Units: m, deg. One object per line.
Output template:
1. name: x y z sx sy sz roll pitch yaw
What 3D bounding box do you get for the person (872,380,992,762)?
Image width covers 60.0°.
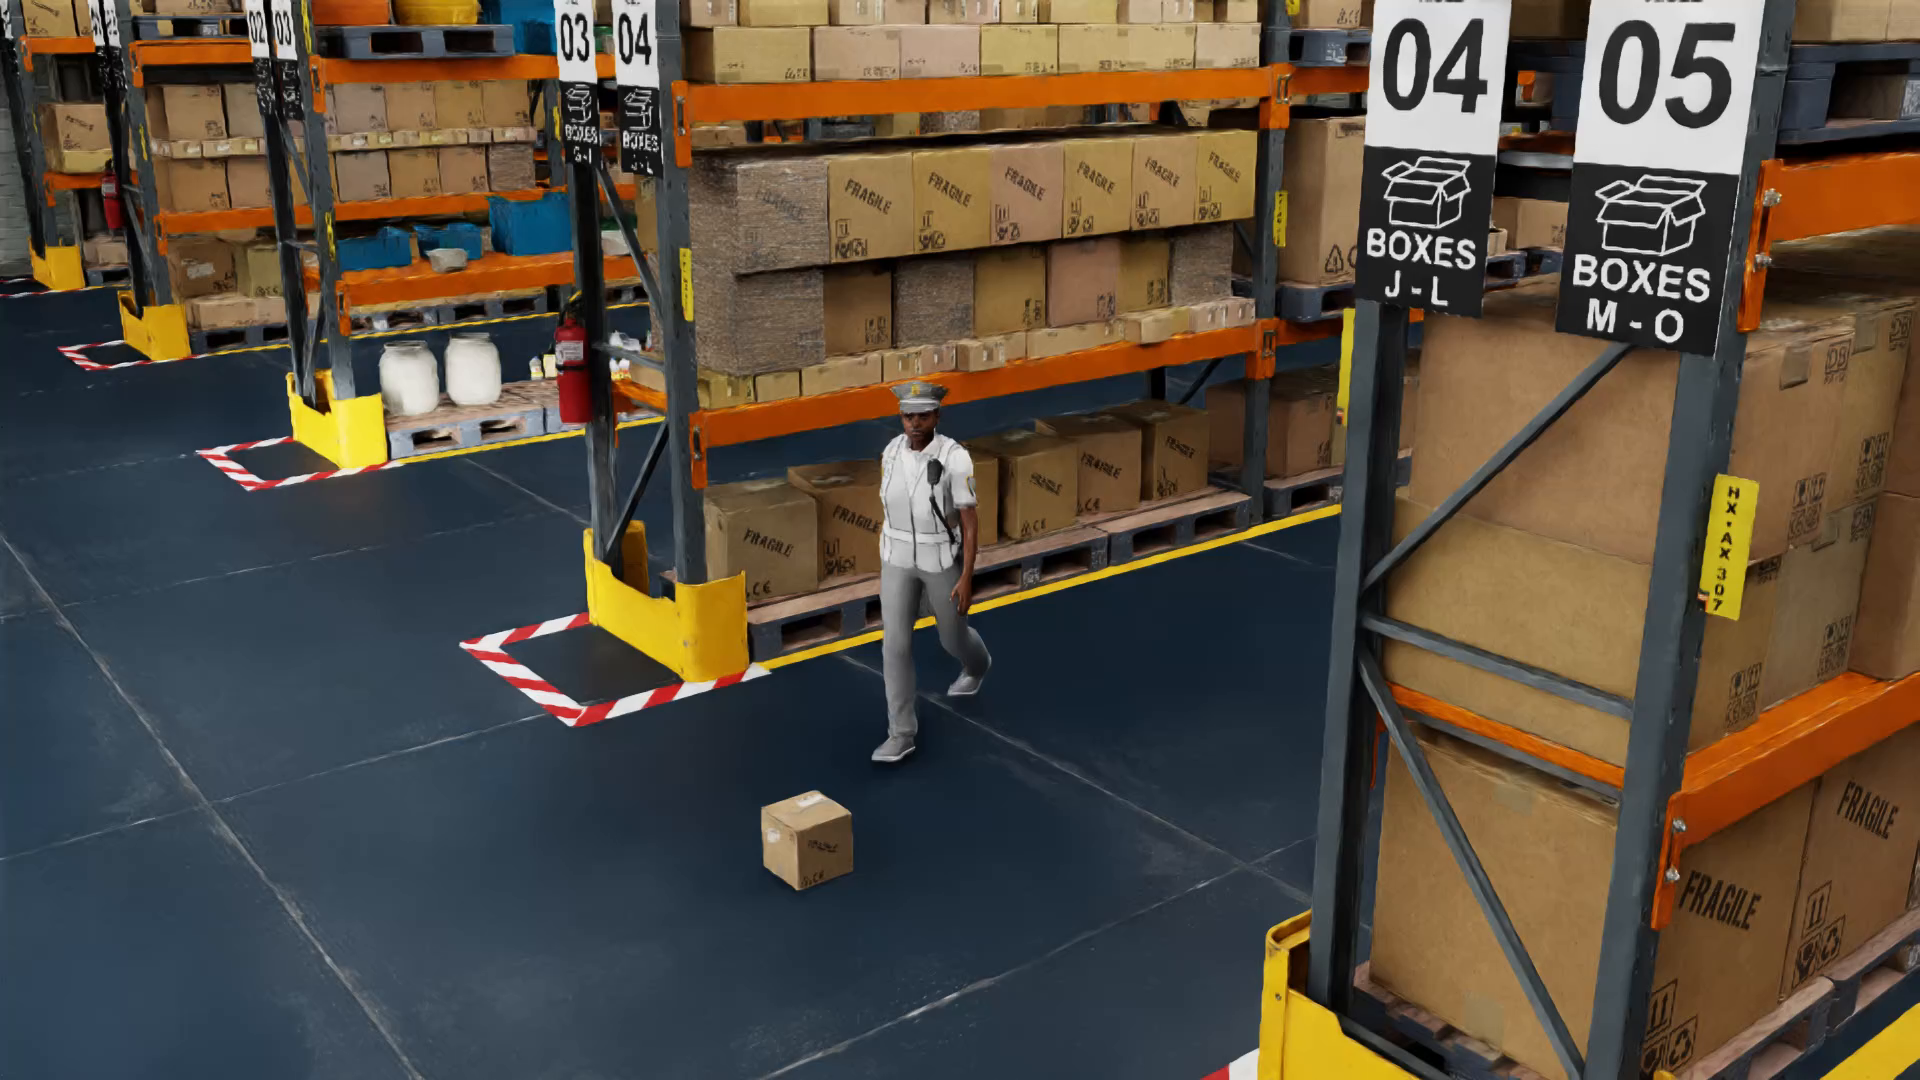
1. person: -0.122 0.081 7.263 0.470 1.648 0.975 5 18 14
